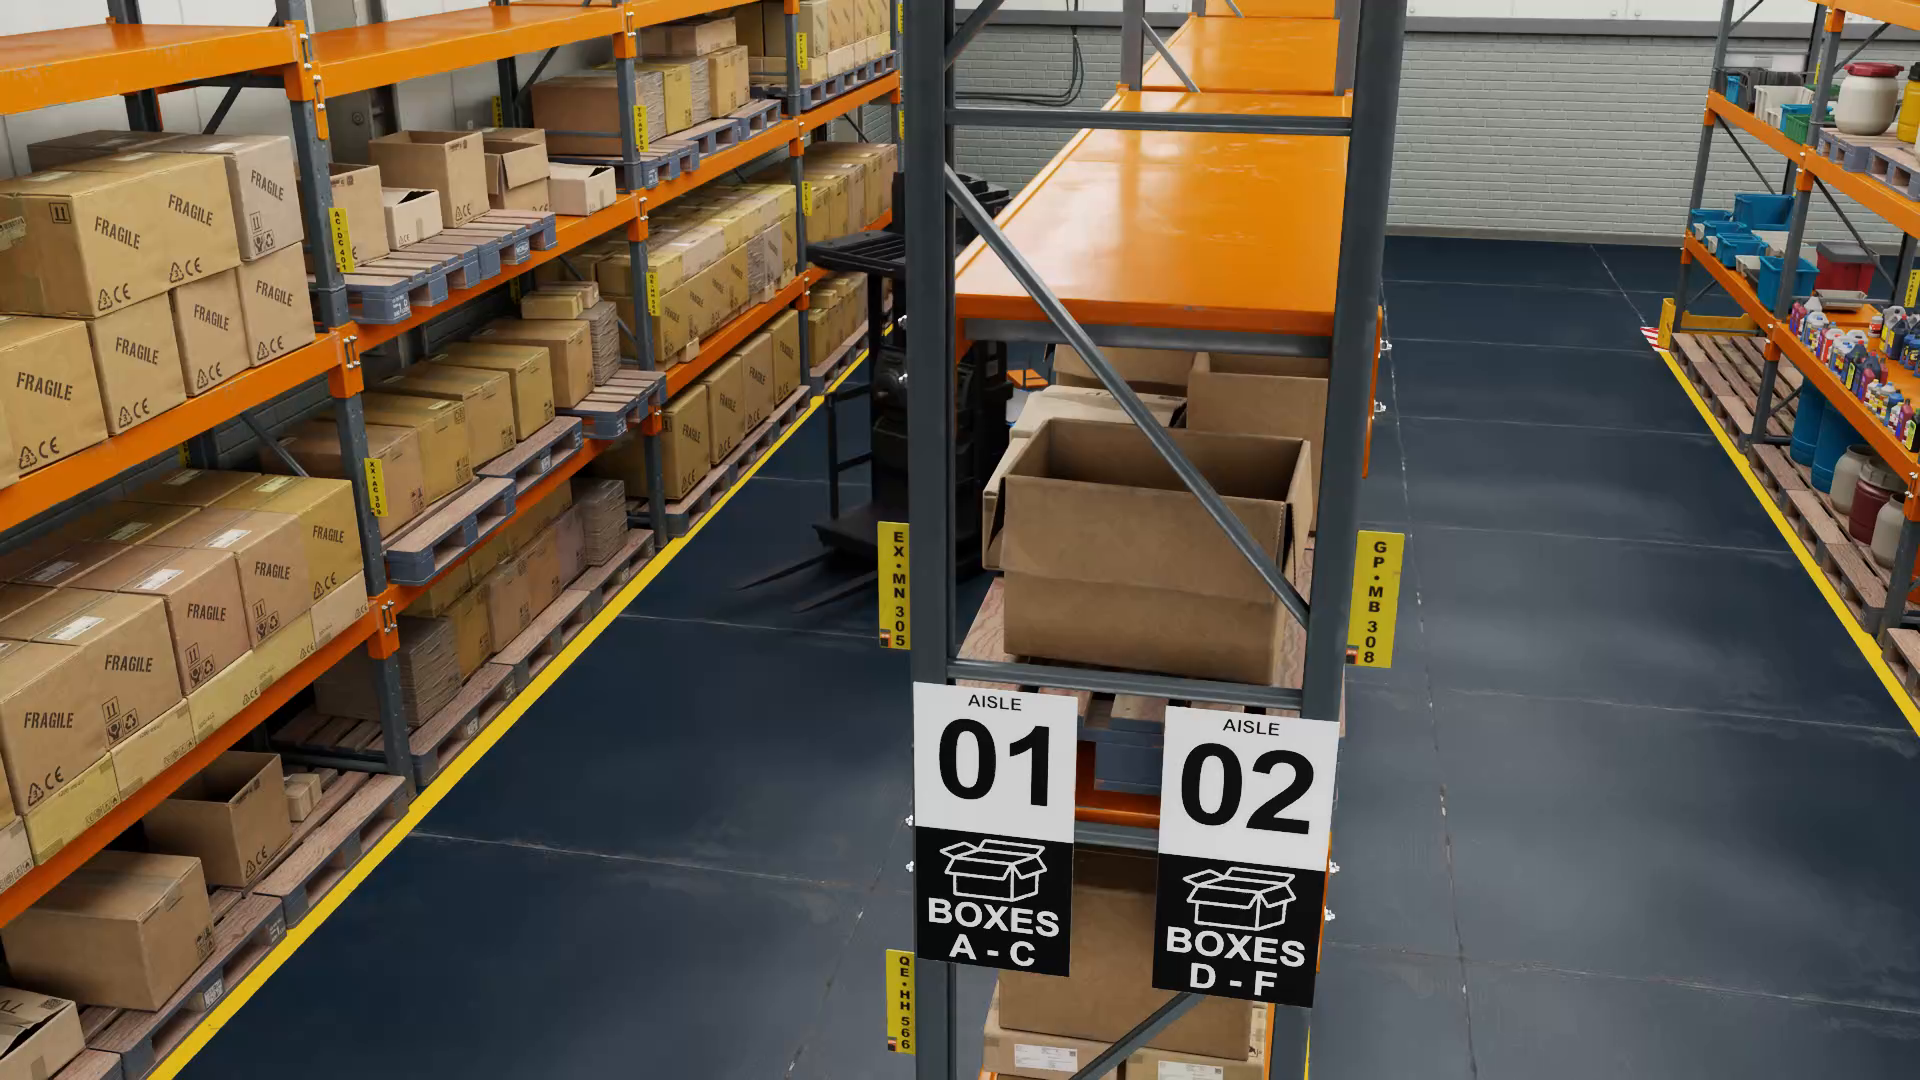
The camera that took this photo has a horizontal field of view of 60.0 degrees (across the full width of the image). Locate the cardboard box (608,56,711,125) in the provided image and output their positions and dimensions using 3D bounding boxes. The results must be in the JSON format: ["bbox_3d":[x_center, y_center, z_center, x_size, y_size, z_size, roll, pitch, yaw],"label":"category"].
[{"bbox_3d":[-2.520,-3.783,13.993,0.700,0.500,0.500,4,22,11],"label":"cardboard box"}]

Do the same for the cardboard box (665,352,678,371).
[{"bbox_3d":[-2.480,-1.465,13.287,0.380,0.149,0.250,5,22,12],"label":"cardboard box"}]

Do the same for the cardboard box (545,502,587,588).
[{"bbox_3d":[-3.149,0.024,12.037,0.700,0.500,0.500,4,22,11],"label":"cardboard box"}]

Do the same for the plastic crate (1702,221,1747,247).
[{"bbox_3d":[7.990,-3.193,17.411,0.416,0.233,0.300,4,22,11],"label":"plastic crate"}]

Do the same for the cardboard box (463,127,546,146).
[{"bbox_3d":[-3.206,-2.580,11.568,0.500,0.500,0.500,4,22,11],"label":"cardboard box"}]

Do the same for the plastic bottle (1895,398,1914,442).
[{"bbox_3d":[6.576,-0.834,11.565,0.061,0.283,0.133,4,22,11],"label":"plastic bottle"}]

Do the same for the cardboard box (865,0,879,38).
[{"bbox_3d":[-1.197,-5.744,18.088,0.500,0.500,0.500,5,23,13],"label":"cardboard box"}]

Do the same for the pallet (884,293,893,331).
[{"bbox_3d":[-1.288,-2.712,19.806,1.003,0.211,1.213,4,22,11],"label":"pallet"}]

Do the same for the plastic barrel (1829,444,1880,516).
[{"bbox_3d":[7.206,-0.471,13.275,0.421,0.512,0.421,0,22,0],"label":"plastic barrel"}]

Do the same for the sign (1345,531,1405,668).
[{"bbox_3d":[0.926,0.134,3.713,0.100,0.325,0.005,4,22,11],"label":"sign"}]

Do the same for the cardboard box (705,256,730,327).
[{"bbox_3d":[-2.266,-2.103,14.000,0.500,0.500,0.500,4,22,11],"label":"cardboard box"}]

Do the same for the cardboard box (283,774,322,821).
[{"bbox_3d":[-3.730,1.393,9.084,0.380,0.166,0.250,2,22,4],"label":"cardboard box"}]

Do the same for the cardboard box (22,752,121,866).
[{"bbox_3d":[-3.855,1.076,6.840,0.500,0.250,0.500,4,22,10],"label":"cardboard box"}]

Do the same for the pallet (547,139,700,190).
[{"bbox_3d":[-2.755,-2.922,12.831,1.213,0.211,1.003,6,23,13],"label":"pallet"}]

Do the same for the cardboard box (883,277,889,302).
[{"bbox_3d":[-1.247,-3.076,19.760,0.700,0.500,0.500,4,22,11],"label":"cardboard box"}]

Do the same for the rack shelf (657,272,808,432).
[{"bbox_3d":[-2.426,-1.776,14.712,1.077,0.370,4.000,4,22,11],"label":"rack shelf"}]

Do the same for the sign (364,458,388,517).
[{"bbox_3d":[-3.118,-0.279,8.871,0.100,0.325,0.005,4,22,11],"label":"sign"}]

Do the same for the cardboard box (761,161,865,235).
[{"bbox_3d":[-1.598,-3.711,18.151,0.980,0.700,0.700,3,22,8],"label":"cardboard box"}]

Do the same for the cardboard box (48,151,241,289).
[{"bbox_3d":[-3.589,-1.420,7.351,0.500,0.500,0.500,6,23,14],"label":"cardboard box"}]

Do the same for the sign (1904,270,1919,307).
[{"bbox_3d":[8.219,-2.172,14.361,0.100,0.325,0.005,4,22,11],"label":"sign"}]

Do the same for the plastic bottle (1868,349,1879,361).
[{"bbox_3d":[7.028,-1.340,12.838,0.097,0.271,0.097,0,22,0],"label":"plastic bottle"}]

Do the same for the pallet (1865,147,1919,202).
[{"bbox_3d":[7.388,-2.681,12.232,1.003,0.211,1.213,4,22,11],"label":"pallet"}]

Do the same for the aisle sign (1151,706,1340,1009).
[{"bbox_3d":[0.670,0.765,3.959,0.394,0.787,0.004,4,22,11],"label":"aisle sign"}]

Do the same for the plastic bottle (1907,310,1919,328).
[{"bbox_3d":[7.813,-1.702,13.631,0.144,0.351,0.185,4,22,11],"label":"plastic bottle"}]

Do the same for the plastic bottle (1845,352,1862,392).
[{"bbox_3d":[6.827,-1.284,12.683,0.061,0.283,0.133,4,22,11],"label":"plastic bottle"}]

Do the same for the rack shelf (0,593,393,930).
[{"bbox_3d":[-4.059,1.150,7.447,1.077,0.370,4.000,4,22,11],"label":"rack shelf"}]

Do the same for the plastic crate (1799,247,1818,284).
[{"bbox_3d":[8.172,-2.603,15.881,0.437,0.282,0.530,4,22,11],"label":"plastic crate"}]

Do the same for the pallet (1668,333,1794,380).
[{"bbox_3d":[8.290,-1.957,17.930,1.003,0.211,1.213,4,22,11],"label":"pallet"}]

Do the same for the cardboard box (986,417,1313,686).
[{"bbox_3d":[0.505,0.015,4.399,0.797,0.503,0.637,6,23,15],"label":"cardboard box"}]

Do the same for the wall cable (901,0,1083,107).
[{"bbox_3d":[0.302,-7.688,24.554,3.097,2.526,0.112,4,22,11],"label":"wall cable"}]

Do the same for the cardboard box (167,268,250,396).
[{"bbox_3d":[-3.627,-0.975,7.584,0.500,0.500,0.500,3,22,6],"label":"cardboard box"}]

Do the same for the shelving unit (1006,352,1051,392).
[{"bbox_3d":[0.559,-0.935,14.065,0.258,1.200,0.503,-6,23,-16],"label":"shelving unit"}]

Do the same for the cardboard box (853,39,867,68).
[{"bbox_3d":[-1.298,-5.198,17.735,0.500,0.250,0.500,4,22,9],"label":"cardboard box"}]

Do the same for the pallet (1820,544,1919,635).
[{"bbox_3d":[6.984,0.379,12.131,1.003,0.211,1.213,4,22,11],"label":"pallet"}]

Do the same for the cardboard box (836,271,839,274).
[{"bbox_3d":[-1.571,-3.161,19.103,0.380,0.149,0.250,5,22,11],"label":"cardboard box"}]

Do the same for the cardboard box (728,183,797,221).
[{"bbox_3d":[-1.863,-3.193,15.703,0.500,0.250,0.500,5,22,12],"label":"cardboard box"}]

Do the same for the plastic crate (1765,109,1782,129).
[{"bbox_3d":[7.567,-3.849,15.234,0.293,0.136,0.466,4,22,11],"label":"plastic crate"}]

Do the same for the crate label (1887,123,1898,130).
[{"bbox_3d":[8.063,-3.512,14.397,0.293,0.136,0.466,4,22,11],"label":"crate label"}]

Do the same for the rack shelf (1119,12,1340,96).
[{"bbox_3d":[1.608,-2.534,9.099,1.077,0.370,4.000,4,22,11],"label":"rack shelf"}]

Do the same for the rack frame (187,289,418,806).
[{"bbox_3d":[-3.651,0.084,9.129,1.000,3.000,0.127,4,22,11],"label":"rack frame"}]

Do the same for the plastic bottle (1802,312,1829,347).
[{"bbox_3d":[7.138,-1.755,13.861,0.152,0.276,0.135,4,22,11],"label":"plastic bottle"}]

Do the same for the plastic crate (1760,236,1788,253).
[{"bbox_3d":[8.434,-3.038,17.153,0.396,0.136,0.243,4,22,11],"label":"plastic crate"}]

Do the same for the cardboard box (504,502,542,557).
[{"bbox_3d":[-3.208,-0.111,11.368,0.500,0.250,0.500,4,22,11],"label":"cardboard box"}]

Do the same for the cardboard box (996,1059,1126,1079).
[{"bbox_3d":[0.491,1.707,4.965,0.700,0.500,0.500,4,22,11],"label":"cardboard box"}]

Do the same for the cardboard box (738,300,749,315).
[{"bbox_3d":[-2.112,-2.128,14.931,0.380,0.149,0.250,4,22,9],"label":"cardboard box"}]

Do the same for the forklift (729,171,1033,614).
[{"bbox_3d":[-0.419,-1.159,12.308,1.130,2.935,3.031,18,28,37],"label":"forklift"}]

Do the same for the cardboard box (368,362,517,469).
[{"bbox_3d":[-3.289,-0.797,10.594,0.700,0.500,0.500,8,23,18],"label":"cardboard box"}]

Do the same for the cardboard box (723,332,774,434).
[{"bbox_3d":[-2.202,-1.466,15.294,0.750,0.750,0.750,5,23,13],"label":"cardboard box"}]

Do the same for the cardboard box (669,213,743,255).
[{"bbox_3d":[-2.184,-2.633,14.314,0.500,0.250,0.500,4,22,10],"label":"cardboard box"}]

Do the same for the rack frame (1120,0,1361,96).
[{"bbox_3d":[1.200,-2.322,7.074,1.000,3.000,0.127,4,22,11],"label":"rack frame"}]

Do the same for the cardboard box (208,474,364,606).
[{"bbox_3d":[-3.444,-0.007,8.525,0.500,0.500,0.500,4,22,11],"label":"cardboard box"}]

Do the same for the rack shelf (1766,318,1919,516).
[{"bbox_3d":[7.272,-1.021,12.837,1.077,0.370,4.000,4,22,11],"label":"rack shelf"}]

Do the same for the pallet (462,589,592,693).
[{"bbox_3d":[-3.246,0.645,11.468,1.003,0.211,1.213,4,22,11],"label":"pallet"}]

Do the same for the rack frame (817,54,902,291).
[{"bbox_3d":[-1.202,-4.304,20.026,1.000,3.000,0.127,4,22,11],"label":"rack frame"}]

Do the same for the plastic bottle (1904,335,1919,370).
[{"bbox_3d":[7.586,-1.493,13.218,0.097,0.271,0.097,0,22,0],"label":"plastic bottle"}]

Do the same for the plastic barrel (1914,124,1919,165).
[{"bbox_3d":[7.078,-2.932,11.860,0.433,0.535,0.433,0,22,0],"label":"plastic barrel"}]

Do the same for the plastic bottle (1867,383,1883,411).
[{"bbox_3d":[6.737,-1.050,12.212,0.097,0.201,0.097,0,22,0],"label":"plastic bottle"}]
